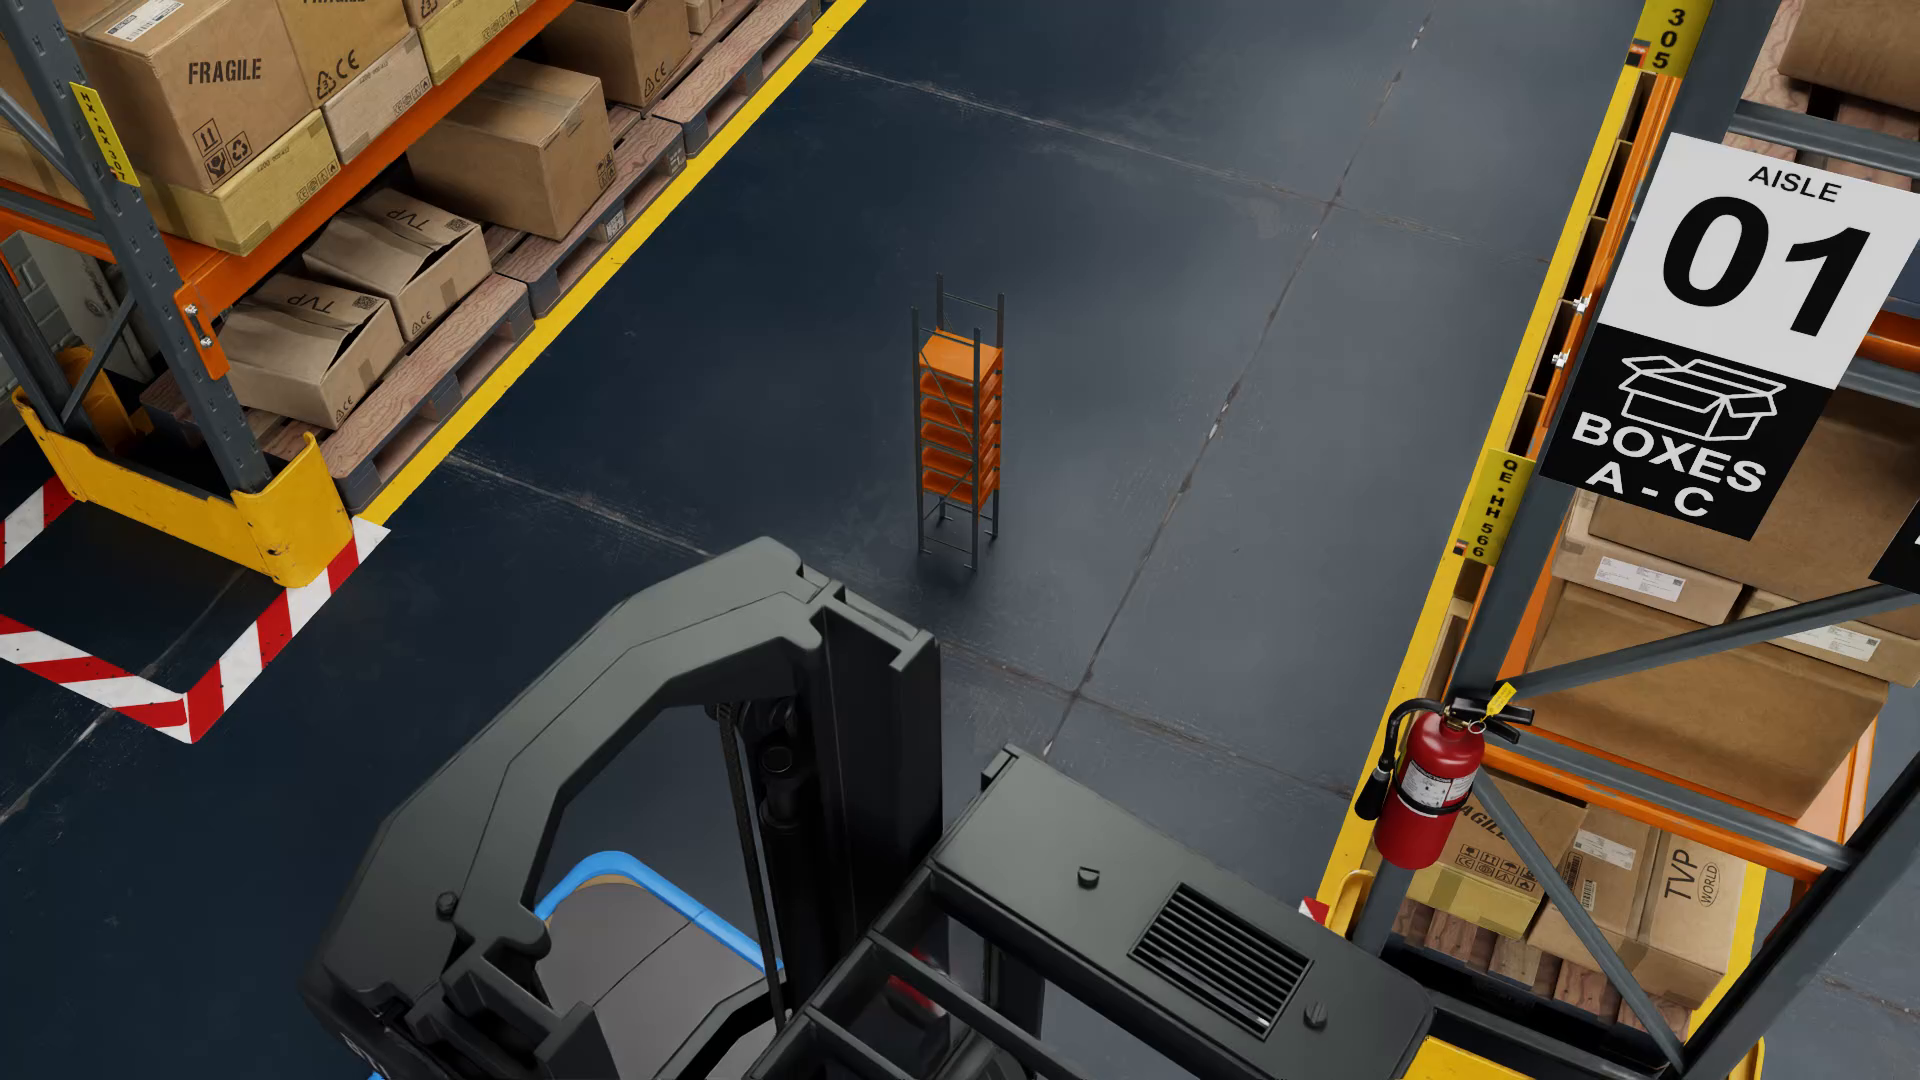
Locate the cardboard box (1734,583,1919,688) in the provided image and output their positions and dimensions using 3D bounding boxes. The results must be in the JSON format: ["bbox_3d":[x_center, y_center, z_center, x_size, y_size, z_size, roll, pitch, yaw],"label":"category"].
[{"bbox_3d":[1.945,0.133,3.676,0.380,0.149,0.250,19,52,16],"label":"cardboard box"}]

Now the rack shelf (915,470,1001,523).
[{"bbox_3d":[-0.006,-0.195,6.001,0.258,0.103,0.180,20,52,16],"label":"rack shelf"}]

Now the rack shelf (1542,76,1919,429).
[{"bbox_3d":[2.437,-1.541,4.094,1.077,0.370,4.000,20,52,16],"label":"rack shelf"}]

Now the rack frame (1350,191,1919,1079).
[{"bbox_3d":[1.583,0.575,3.791,1.000,3.000,0.127,20,52,16],"label":"rack frame"}]

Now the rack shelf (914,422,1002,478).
[{"bbox_3d":[-0.006,-0.350,5.818,0.258,0.103,0.180,20,52,16],"label":"rack shelf"}]

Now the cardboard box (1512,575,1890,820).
[{"bbox_3d":[1.794,0.226,4.023,0.700,0.500,0.500,20,52,16],"label":"cardboard box"}]

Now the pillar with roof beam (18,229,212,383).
[{"bbox_3d":[0.512,-2.341,2.333,9.100,9.000,0.400,20,52,16],"label":"pillar with roof beam"}]

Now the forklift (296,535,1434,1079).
[{"bbox_3d":[0.016,1.460,3.083,3.031,2.935,1.130,29,55,22],"label":"forklift"}]

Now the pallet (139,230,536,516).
[{"bbox_3d":[-2.486,-0.730,6.733,1.003,0.211,1.213,20,52,16],"label":"pallet"}]

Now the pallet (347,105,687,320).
[{"bbox_3d":[-1.963,-1.567,7.445,1.003,0.211,1.213,20,52,16],"label":"pallet"}]

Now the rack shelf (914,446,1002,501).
[{"bbox_3d":[-0.006,-0.272,5.910,0.258,0.103,0.180,20,52,16],"label":"rack shelf"}]

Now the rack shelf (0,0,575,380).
[{"bbox_3d":[-2.043,-2.178,6.606,1.077,0.370,4.000,20,52,16],"label":"rack shelf"}]

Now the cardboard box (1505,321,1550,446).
[{"bbox_3d":[2.383,-0.518,6.251,0.500,0.250,0.500,20,52,16],"label":"cardboard box"}]

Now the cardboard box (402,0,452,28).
[{"bbox_3d":[-1.975,-2.156,5.708,0.500,0.500,0.500,18,52,15],"label":"cardboard box"}]

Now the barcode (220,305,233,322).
[{"bbox_3d":[-2.874,-0.898,6.515,0.001,0.075,0.075,20,52,16],"label":"barcode"}]

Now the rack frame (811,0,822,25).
[{"bbox_3d":[-1.189,-3.788,7.504,1.000,3.000,0.127,20,52,16],"label":"rack frame"}]

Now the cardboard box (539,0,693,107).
[{"bbox_3d":[-1.596,-2.393,7.669,0.500,0.500,0.500,16,52,13],"label":"cardboard box"}]

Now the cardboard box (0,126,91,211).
[{"bbox_3d":[-2.873,-1.377,5.537,0.500,0.250,0.500,20,53,17],"label":"cardboard box"}]

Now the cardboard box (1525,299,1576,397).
[{"bbox_3d":[2.172,-0.416,5.672,0.500,0.500,0.500,20,52,16],"label":"cardboard box"}]

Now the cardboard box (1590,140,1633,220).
[{"bbox_3d":[2.604,-1.103,6.256,0.500,0.500,0.500,20,52,16],"label":"cardboard box"}]

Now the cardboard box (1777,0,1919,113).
[{"bbox_3d":[1.832,-1.006,2.731,0.797,0.503,0.637,23,53,18],"label":"cardboard box"}]

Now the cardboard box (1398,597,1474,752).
[{"bbox_3d":[1.748,0.517,5.370,0.500,0.250,0.500,20,52,16],"label":"cardboard box"}]

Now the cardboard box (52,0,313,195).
[{"bbox_3d":[-2.422,-1.466,5.121,0.500,0.500,0.500,20,52,16],"label":"cardboard box"}]

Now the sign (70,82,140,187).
[{"bbox_3d":[-2.407,-1.138,4.680,0.100,0.325,0.005,20,52,16],"label":"sign"}]

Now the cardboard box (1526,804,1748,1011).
[{"bbox_3d":[2.013,1.033,4.931,0.500,0.250,0.500,20,52,16],"label":"cardboard box"}]

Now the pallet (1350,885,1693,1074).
[{"bbox_3d":[1.872,0.939,5.312,1.003,0.211,1.213,20,52,16],"label":"pallet"}]

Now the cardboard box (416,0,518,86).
[{"bbox_3d":[-1.970,-1.935,6.013,0.500,0.250,0.500,19,52,16],"label":"cardboard box"}]

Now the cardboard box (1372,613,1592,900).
[{"bbox_3d":[1.543,0.621,4.789,0.500,0.500,0.500,20,52,16],"label":"cardboard box"}]

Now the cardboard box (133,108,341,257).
[{"bbox_3d":[-2.402,-1.224,5.408,0.500,0.250,0.500,18,52,15],"label":"cardboard box"}]

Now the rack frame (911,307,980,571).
[{"bbox_3d":[-0.045,-0.316,5.731,0.240,1.200,0.006,20,52,16],"label":"rack frame"}]

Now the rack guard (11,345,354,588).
[{"bbox_3d":[-2.865,-0.276,6.157,1.175,0.500,0.348,20,52,16],"label":"rack guard"}]

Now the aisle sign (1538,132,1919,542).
[{"bbox_3d":[1.289,-0.317,2.844,0.394,0.787,0.004,20,52,16],"label":"aisle sign"}]

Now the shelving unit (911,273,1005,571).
[{"bbox_3d":[-0.006,-0.379,5.785,0.258,1.200,0.189,20,52,16],"label":"shelving unit"}]

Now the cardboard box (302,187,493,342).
[{"bbox_3d":[-2.277,-1.145,6.731,0.500,0.311,0.500,24,54,19],"label":"cardboard box"}]
